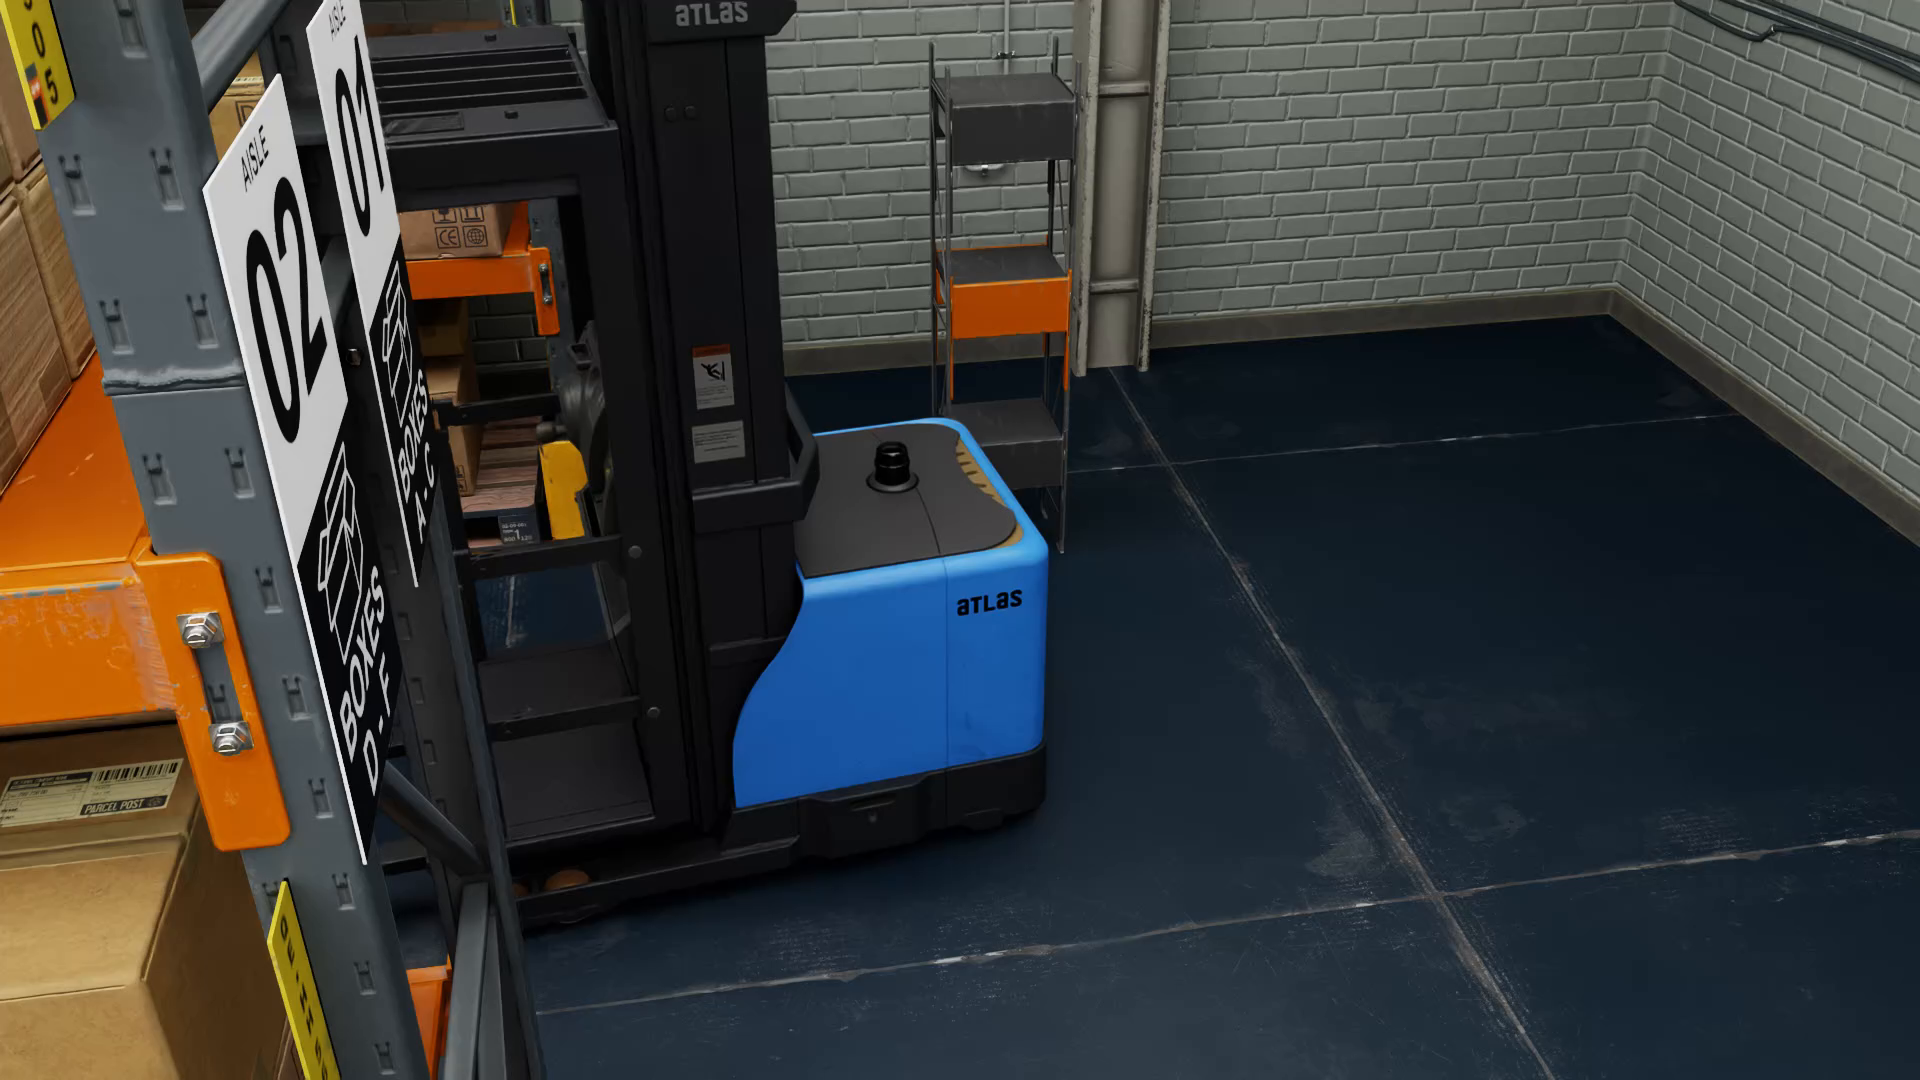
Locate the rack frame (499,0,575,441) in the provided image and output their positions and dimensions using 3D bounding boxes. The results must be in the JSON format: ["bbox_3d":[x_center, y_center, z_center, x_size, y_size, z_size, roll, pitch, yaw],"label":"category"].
[{"bbox_3d":[-1.726,-1.566,6.954,0.127,3.000,1.000,-5,31,-9],"label":"rack frame"}]

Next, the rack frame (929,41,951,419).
[{"bbox_3d":[-0.077,-0.898,6.706,0.015,2.100,0.400,-5,31,-9],"label":"rack frame"}]

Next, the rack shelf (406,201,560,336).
[{"bbox_3d":[-3.693,-1.074,6.826,4.000,0.370,1.077,-5,31,-9],"label":"rack shelf"}]

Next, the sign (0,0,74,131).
[{"bbox_3d":[-0.750,-0.493,1.296,0.005,0.325,0.100,-5,31,-9],"label":"sign"}]

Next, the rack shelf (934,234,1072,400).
[{"bbox_3d":[0.163,-0.908,6.750,0.480,0.518,0.431,-5,31,-9],"label":"rack shelf"}]

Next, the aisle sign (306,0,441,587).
[{"bbox_3d":[-0.816,-0.370,2.355,0.004,0.787,0.394,-5,31,-9],"label":"aisle sign"}]

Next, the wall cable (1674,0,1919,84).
[{"bbox_3d":[3.902,-3.152,6.796,0.112,2.526,3.097,-5,31,-9],"label":"wall cable"}]

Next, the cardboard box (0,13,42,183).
[{"bbox_3d":[-1.382,-0.624,2.046,0.500,0.250,0.500,-5,31,-9],"label":"cardboard box"}]

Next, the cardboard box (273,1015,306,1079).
[{"bbox_3d":[-1.221,1.037,2.429,0.500,0.500,0.500,-4,31,-7],"label":"cardboard box"}]

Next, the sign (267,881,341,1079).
[{"bbox_3d":[-0.750,0.546,1.907,0.005,0.325,0.100,-5,31,-9],"label":"sign"}]

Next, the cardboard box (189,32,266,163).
[{"bbox_3d":[-2.939,-1.572,6.668,0.700,0.700,0.980,-6,31,-9],"label":"cardboard box"}]

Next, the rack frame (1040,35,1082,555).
[{"bbox_3d":[0.403,-0.943,6.781,0.015,2.100,0.400,-5,31,-9],"label":"rack frame"}]

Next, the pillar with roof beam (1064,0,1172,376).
[{"bbox_3d":[1.550,-2.684,2.936,0.400,9.000,9.100,-5,31,-9],"label":"pillar with roof beam"}]

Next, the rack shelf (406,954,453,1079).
[{"bbox_3d":[-2.797,1.396,2.626,4.000,0.370,1.077,-5,31,-9],"label":"rack shelf"}]

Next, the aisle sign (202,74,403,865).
[{"bbox_3d":[-0.708,-0.071,1.846,0.004,0.787,0.394,-5,31,-9],"label":"aisle sign"}]

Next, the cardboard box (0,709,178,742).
[{"bbox_3d":[-1.314,0.338,2.630,0.500,0.500,0.500,-4,31,-7],"label":"cardboard box"}]

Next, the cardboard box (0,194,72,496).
[{"bbox_3d":[-1.288,-0.147,1.729,0.500,0.250,0.500,-5,31,-9],"label":"cardboard box"}]

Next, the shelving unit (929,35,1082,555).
[{"bbox_3d":[0.163,-0.920,6.743,0.503,2.100,0.431,-5,31,-9],"label":"shelving unit"}]

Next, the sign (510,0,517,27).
[{"bbox_3d":[-1.642,-1.896,6.139,0.005,0.325,0.100,-5,31,-9],"label":"sign"}]

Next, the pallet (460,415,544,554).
[{"bbox_3d":[-2.498,-0.252,7.471,1.213,0.211,1.003,-5,31,-9],"label":"pallet"}]

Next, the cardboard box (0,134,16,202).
[{"bbox_3d":[-1.289,-0.367,1.610,0.500,0.250,0.500,-5,31,-9],"label":"cardboard box"}]

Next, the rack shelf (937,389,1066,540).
[{"bbox_3d":[0.163,-0.305,7.105,0.480,0.518,0.431,-5,31,-9],"label":"rack shelf"}]

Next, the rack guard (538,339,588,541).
[{"bbox_3d":[-1.702,-0.491,7.592,0.348,0.500,1.175,-5,31,-9],"label":"rack guard"}]

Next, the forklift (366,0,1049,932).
[{"bbox_3d":[-1.285,-0.334,4.926,3.031,2.935,1.130,-9,32,-15],"label":"forklift"}]

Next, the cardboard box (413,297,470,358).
[{"bbox_3d":[-2.309,-0.947,7.313,0.250,0.149,0.380,-5,31,-9],"label":"cardboard box"}]

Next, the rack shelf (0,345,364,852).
[{"bbox_3d":[-2.797,0.103,1.866,4.000,0.370,1.077,-5,31,-9],"label":"rack shelf"}]

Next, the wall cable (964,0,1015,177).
[{"bbox_3d":[-0.637,-2.593,7.698,1.851,1.984,0.084,-5,31,-9],"label":"wall cable"}]

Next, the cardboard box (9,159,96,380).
[{"bbox_3d":[-1.381,-0.405,2.168,0.500,0.250,0.500,-5,31,-9],"label":"cardboard box"}]

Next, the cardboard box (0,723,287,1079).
[{"bbox_3d":[-1.218,0.607,2.173,0.500,0.500,0.500,-6,31,-9],"label":"cardboard box"}]

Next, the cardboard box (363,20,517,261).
[{"bbox_3d":[-2.226,-1.644,6.791,0.700,0.700,0.980,-4,31,-7],"label":"cardboard box"}]

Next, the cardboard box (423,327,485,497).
[{"bbox_3d":[-2.396,-0.556,7.288,0.500,0.500,0.700,-5,31,-9],"label":"cardboard box"}]

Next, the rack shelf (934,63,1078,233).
[{"bbox_3d":[0.163,-1.512,6.396,0.480,0.518,0.431,-5,31,-9],"label":"rack shelf"}]

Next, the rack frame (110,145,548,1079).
[{"bbox_3d":[-0.830,0.903,2.755,0.127,3.000,1.000,-5,31,-9],"label":"rack frame"}]

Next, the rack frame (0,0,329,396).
[{"bbox_3d":[-0.830,-1.683,1.234,0.127,3.000,1.000,-5,31,-9],"label":"rack frame"}]
